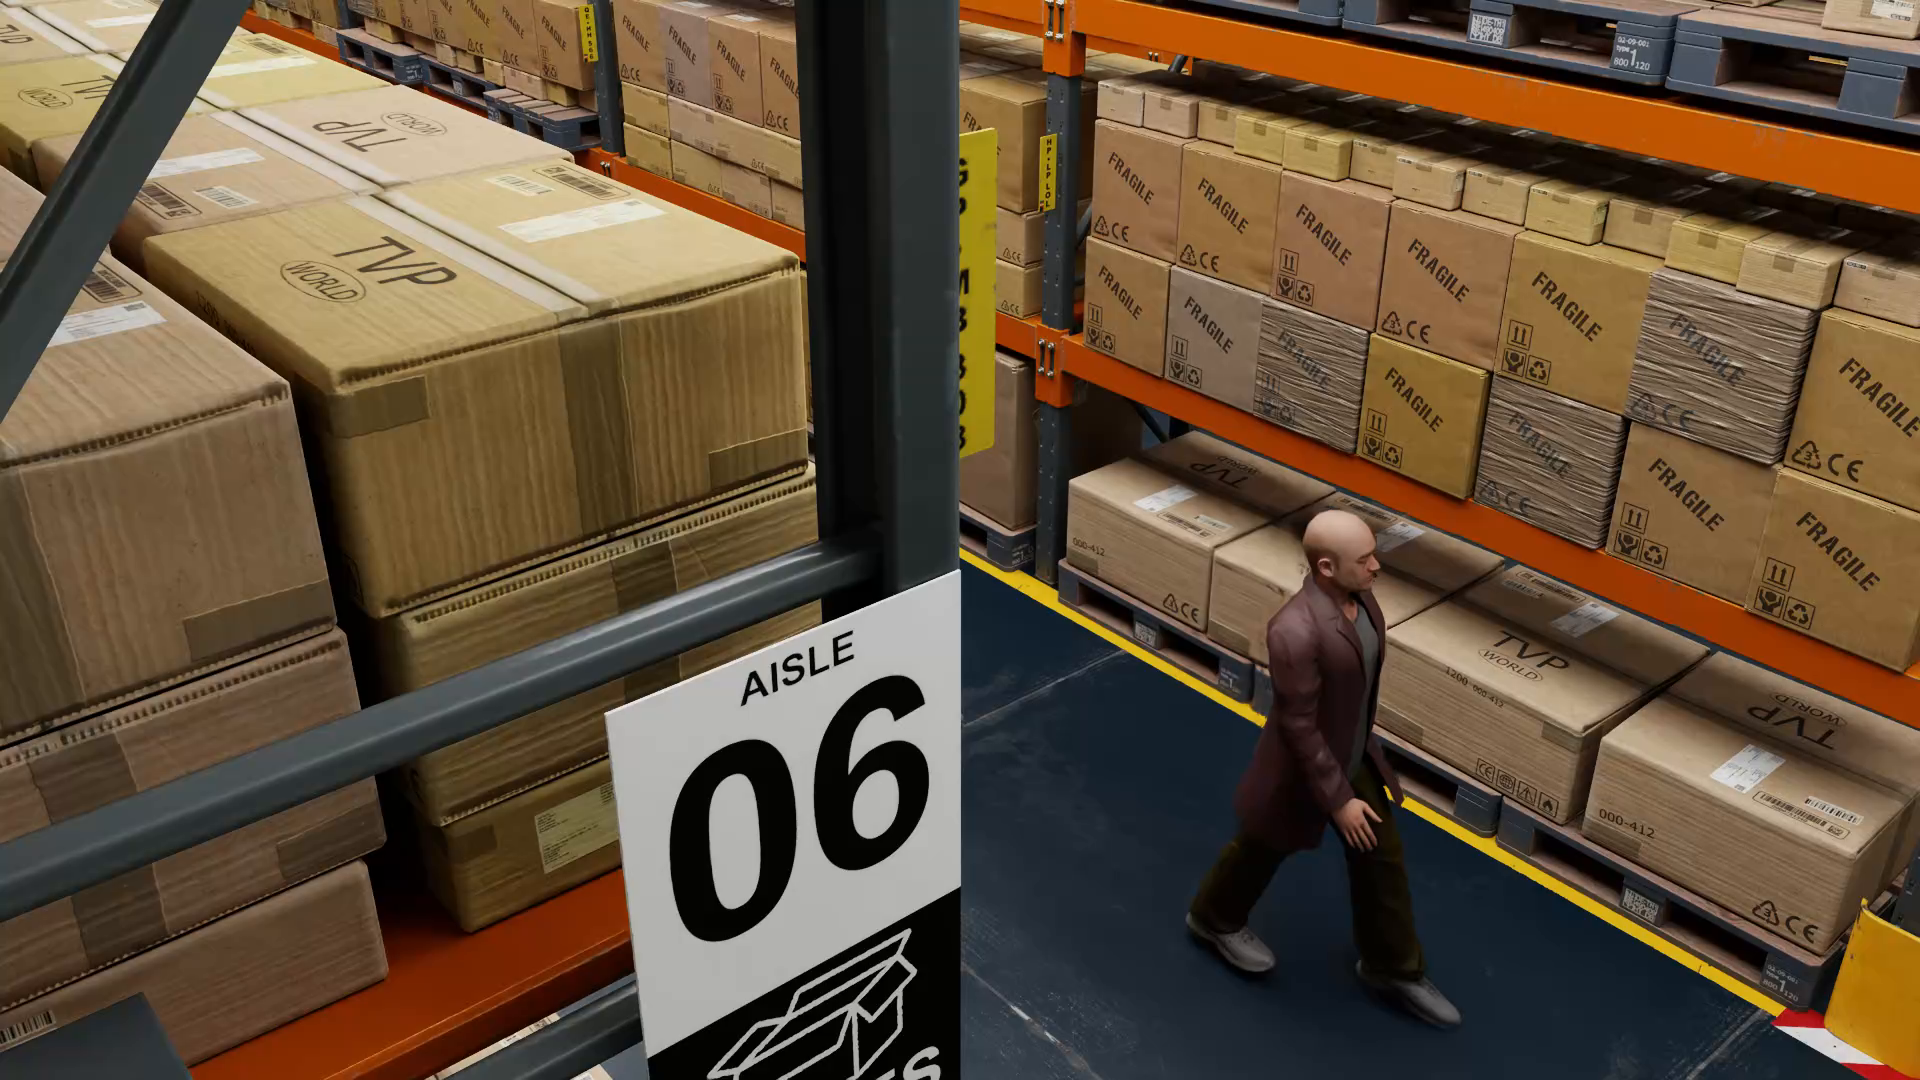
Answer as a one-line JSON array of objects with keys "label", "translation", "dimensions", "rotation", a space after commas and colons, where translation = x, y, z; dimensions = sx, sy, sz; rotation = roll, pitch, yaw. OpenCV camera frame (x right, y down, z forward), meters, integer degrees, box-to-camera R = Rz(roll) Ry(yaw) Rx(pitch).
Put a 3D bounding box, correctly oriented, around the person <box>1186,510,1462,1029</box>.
[{"label": "person", "translation": [1.187, 0.733, 5.236], "dimensions": [0.957, 1.776, 0.592], "rotation": [21, 34, 34]}]
